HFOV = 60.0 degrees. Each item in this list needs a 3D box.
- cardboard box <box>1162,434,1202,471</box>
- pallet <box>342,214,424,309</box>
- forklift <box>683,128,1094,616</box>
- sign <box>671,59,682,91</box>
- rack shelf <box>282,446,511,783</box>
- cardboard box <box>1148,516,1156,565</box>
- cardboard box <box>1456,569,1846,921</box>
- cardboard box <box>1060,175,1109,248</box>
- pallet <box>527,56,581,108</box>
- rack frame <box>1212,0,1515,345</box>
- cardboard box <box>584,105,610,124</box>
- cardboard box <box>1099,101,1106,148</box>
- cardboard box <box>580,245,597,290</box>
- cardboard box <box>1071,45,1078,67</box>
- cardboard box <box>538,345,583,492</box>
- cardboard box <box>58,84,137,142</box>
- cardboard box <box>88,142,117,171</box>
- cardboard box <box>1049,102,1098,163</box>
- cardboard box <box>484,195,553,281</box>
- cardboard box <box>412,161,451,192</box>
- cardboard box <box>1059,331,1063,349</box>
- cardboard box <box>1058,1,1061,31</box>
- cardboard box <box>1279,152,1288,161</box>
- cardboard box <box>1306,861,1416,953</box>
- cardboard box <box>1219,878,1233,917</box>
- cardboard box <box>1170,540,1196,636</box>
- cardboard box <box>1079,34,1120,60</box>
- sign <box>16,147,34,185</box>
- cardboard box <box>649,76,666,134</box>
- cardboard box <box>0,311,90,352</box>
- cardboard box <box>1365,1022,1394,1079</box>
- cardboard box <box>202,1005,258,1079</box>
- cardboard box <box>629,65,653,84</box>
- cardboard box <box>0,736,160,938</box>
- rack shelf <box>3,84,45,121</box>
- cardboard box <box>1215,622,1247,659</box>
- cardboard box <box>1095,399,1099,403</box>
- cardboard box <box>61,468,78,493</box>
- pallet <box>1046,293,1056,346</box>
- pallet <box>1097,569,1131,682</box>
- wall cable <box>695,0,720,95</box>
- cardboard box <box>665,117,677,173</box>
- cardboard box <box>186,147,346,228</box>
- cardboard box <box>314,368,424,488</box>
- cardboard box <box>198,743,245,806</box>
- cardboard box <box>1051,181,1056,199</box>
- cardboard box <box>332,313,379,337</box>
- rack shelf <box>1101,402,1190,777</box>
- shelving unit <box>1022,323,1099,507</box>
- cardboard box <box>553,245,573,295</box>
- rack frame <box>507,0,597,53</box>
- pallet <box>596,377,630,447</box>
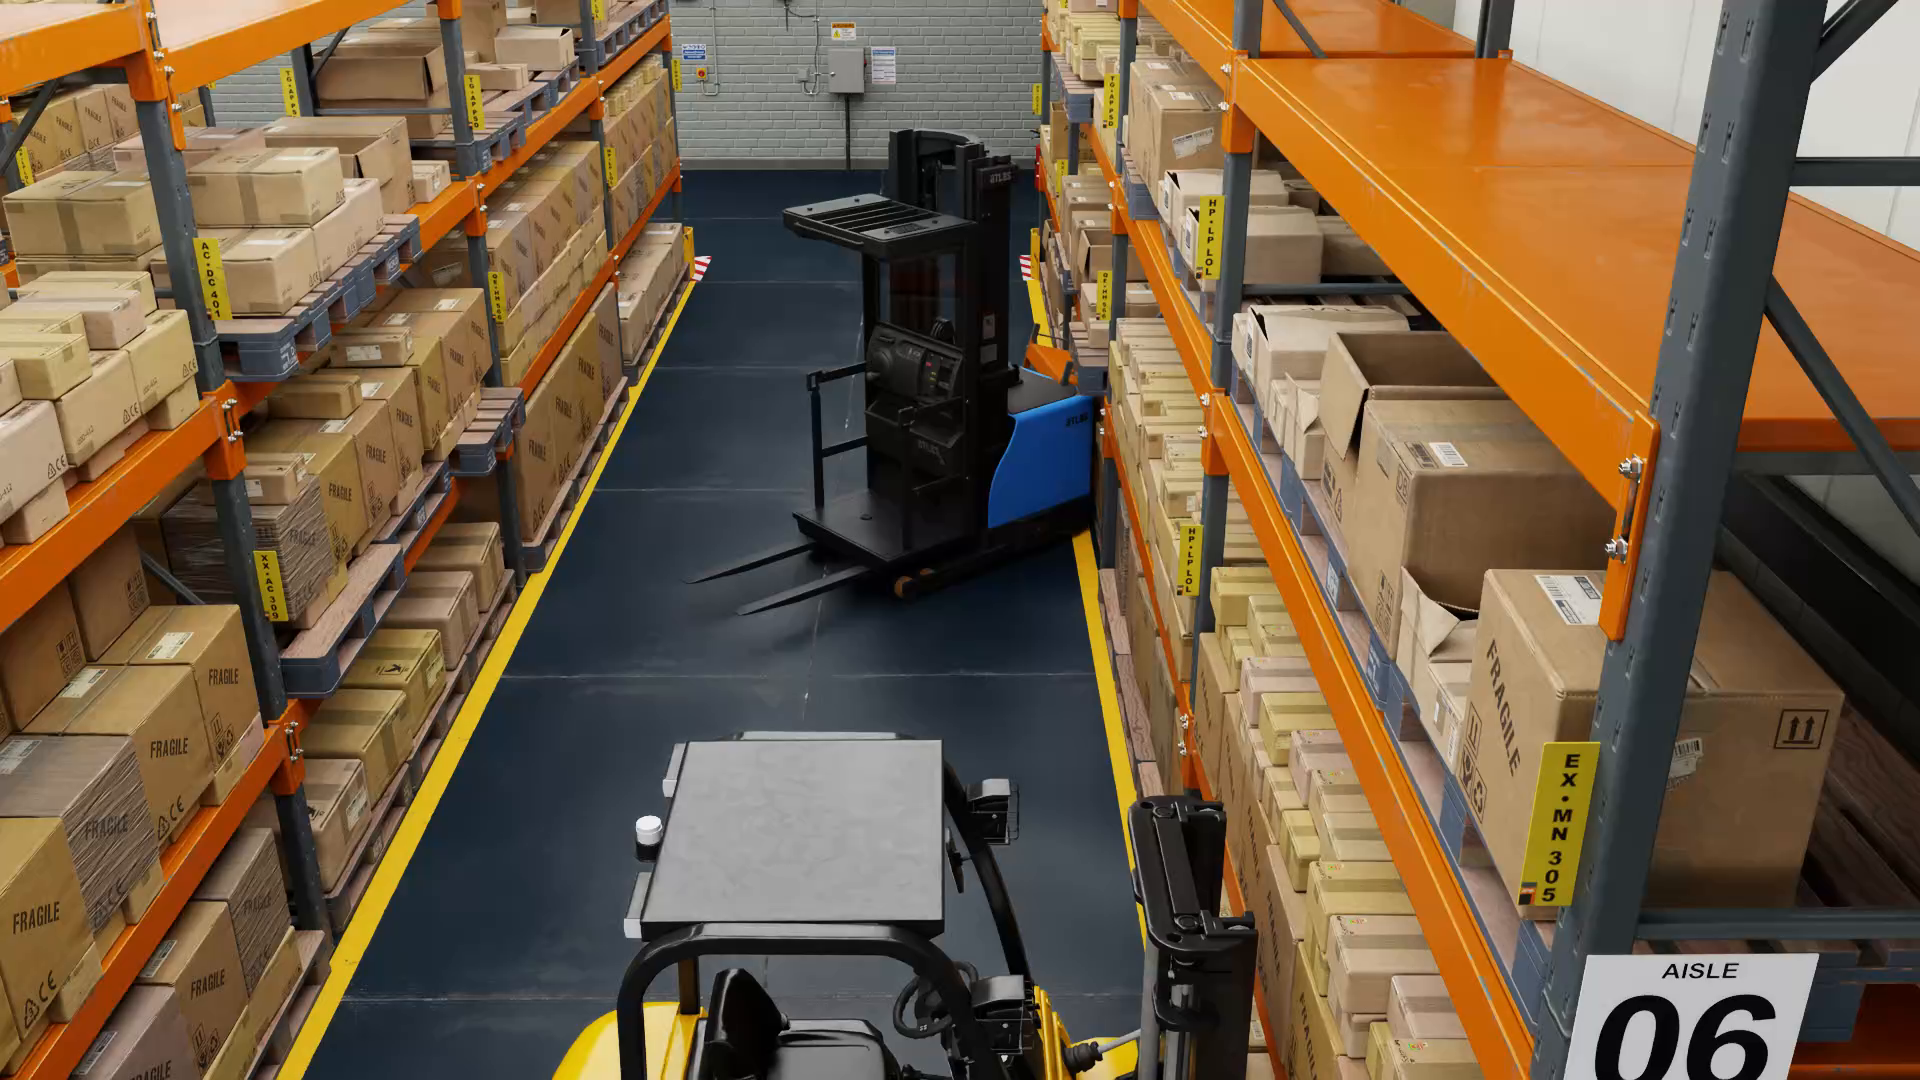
[{"bbox_3d":[1.243,-0.436,8.548,0.380,0.149,0.250,0,24,0],"label":"cardboard box"},{"bbox_3d":[-3.366,-1.368,8.106,1.213,0.211,1.003,0,24,-1],"label":"pallet"},{"bbox_3d":[-0.473,-1.167,11.157,3.031,2.935,1.130,-20,31,-37],"label":"forklift"},{"bbox_3d":[-3.039,-4.982,17.815,0.100,0.325,0.005,0,24,-1],"label":"sign"},{"bbox_3d":[-3.473,0.099,9.147,1.077,0.370,4.000,0,24,-1],"label":"rack shelf"},{"bbox_3d":[1.259,0.022,8.628,0.500,0.250,0.500,0,24,0],"label":"cardboard box"},{"bbox_3d":[1.307,0.389,3.240,0.500,0.500,0.500,1,24,1],"label":"cardboard box"},{"bbox_3d":[1.206,-2.761,13.968,0.700,0.500,0.500,0,24,1],"label":"cardboard box"},{"bbox_3d":[-3.479,-3.603,13.052,0.805,0.209,1.217,-1,24,-3],"label":"pallet"},{"bbox_3d":[1.512,-2.162,5.993,1.000,3.000,0.127,0,24,-1],"label":"rack frame"},{"bbox_3d":[-3.301,-3.735,14.629,0.380,0.149,0.250,0,24,0],"label":"cardboard box"},{"bbox_3d":[1.214,-2.793,11.210,0.500,0.250,0.500,0,24,0],"label":"cardboard box"},{"bbox_3d":[-3.277,-2.239,13.626,0.500,0.250,0.500,-1,24,-1],"label":"cardboard box"},{"bbox_3d":[1.044,-3.668,12.638,0.380,0.149,0.250,-1,24,-1],"label":"cardboard box"},{"bbox_3d":[-3.425,-0.929,12.615,0.875,0.875,0.875,0,24,0],"label":"cardboard box"},{"bbox_3d":[-8.248,-4.094,15.849,0.500,0.500,0.500,-1,24,-2],"label":"cardboard box"},{"bbox_3d":[-8.223,-3.435,15.606,0.500,0.500,0.500,-1,24,-2],"label":"cardboard box"},{"bbox_3d":[1.134,-3.976,16.195,0.500,0.500,0.500,0,24,1],"label":"cardboard box"},{"bbox_3d":[-3.261,-2.176,11.970,0.500,0.500,0.500,0,24,1],"label":"cardboard box"},{"bbox_3d":[-3.281,-2.176,9.970,0.380,0.149,0.250,0,24,-1],"label":"cardboard box"},{"bbox_3d":[1.125,-1.846,15.524,0.380,0.149,0.250,-1,24,-2],"label":"cardboard box"},{"bbox_3d":[1.159,-4.782,15.247,0.500,0.250,0.500,0,24,1],"label":"cardboard box"},{"bbox_3d":[1.733,-2.315,9.522,0.500,0.250,0.500,0,24,-1],"label":"cardboard box"},{"bbox_3d":[1.227,1.071,4.856,0.380,0.149,0.250,0,24,0],"label":"cardboard box"},{"bbox_3d":[1.199,1.589,6.594,0.500,0.250,0.500,0,24,0],"label":"cardboard box"},{"bbox_3d":[1.251,0.211,7.602,0.500,0.250,0.500,-1,24,-2],"label":"cardboard box"},{"bbox_3d":[1.065,-3.590,12.104,0.380,0.149,0.250,0,24,0],"label":"cardboard box"},{"bbox_3d":[-7.932,-3.169,14.094,0.100,0.325,0.005,0,24,-1],"label":"sign"},{"bbox_3d":[-3.304,-4.438,16.970,0.500,0.500,0.500,0,24,0],"label":"cardboard box"},{"bbox_3d":[-3.237,-0.676,5.685,0.380,0.149,0.250,0,24,1],"label":"cardboard box"},{"bbox_3d":[1.306,1.423,4.439,0.380,0.149,0.250,0,24,-1],"label":"cardboard box"},{"bbox_3d":[-3.160,2.119,6.636,0.500,0.250,0.500,-1,24,-2],"label":"cardboard box"},{"bbox_3d":[-3.303,-4.685,16.729,0.380,0.149,0.250,0,24,1],"label":"cardboard box"},{"bbox_3d":[-3.175,1.022,5.751,0.500,0.500,0.500,0,24,1],"label":"cardboard box"},{"bbox_3d":[-8.509,-4.500,15.677,1.077,0.370,4.000,0,24,-1],"label":"rack shelf"},{"bbox_3d":[1.253,0.363,6.782,0.380,0.149,0.250,-1,24,-1],"label":"cardboard box"},{"bbox_3d":[1.223,-1.174,12.825,0.380,0.149,0.250,-1,24,-3],"label":"cardboard box"},{"bbox_3d":[-3.246,-0.214,5.631,0.380,0.149,0.250,-1,24,-2],"label":"cardboard box"},{"bbox_3d":[1.402,-2.241,16.833,1.003,0.211,1.213,0,24,-1],"label":"pallet"},{"bbox_3d":[1.438,0.533,10.698,1.003,0.211,1.213,0,24,-1],"label":"pallet"},{"bbox_3d":[-3.667,-7.150,23.031,0.585,1.953,0.123,0,24,-1],"label":"wall cable"},{"bbox_3d":[-3.312,-4.197,17.652,0.500,0.500,0.500,0,24,0],"label":"cardboard box"},{"bbox_3d":[-3.072,-1.570,7.390,0.500,0.250,0.500,-1,24,-2],"label":"cardboard box"},{"bbox_3d":[-3.184,-0.593,8.813,0.500,0.500,0.500,-1,24,-3],"label":"cardboard box"},{"bbox_3d":[-3.133,0.944,6.712,0.380,0.149,0.250,0,24,1],"label":"cardboard box"},{"bbox_3d":[1.098,-3.483,16.498,0.380,0.149,0.250,0,24,1],"label":"cardboard box"},{"bbox_3d":[-3.709,-1.024,9.766,0.500,0.500,0.500,1,24,2],"label":"cardboard box"},{"bbox_3d":[1.490,0.075,9.200,1.077,0.370,4.000,0,24,-1],"label":"rack shelf"},{"bbox_3d":[0.767,-0.918,12.576,0.538,1.125,1.048,10,20,-15],"label":"shelving unit"},{"bbox_3d":[-3.243,-2.050,12.601,0.500,0.250,0.500,0,24,0],"label":"cardboard box"},{"bbox_3d":[-3.538,-5.435,13.229,1.000,3.000,0.127,0,24,-1],"label":"rack frame"},{"bbox_3d":[-3.455,-1.113,14.338,1.003,0.211,1.213,0,24,-1],"label":"pallet"}]
